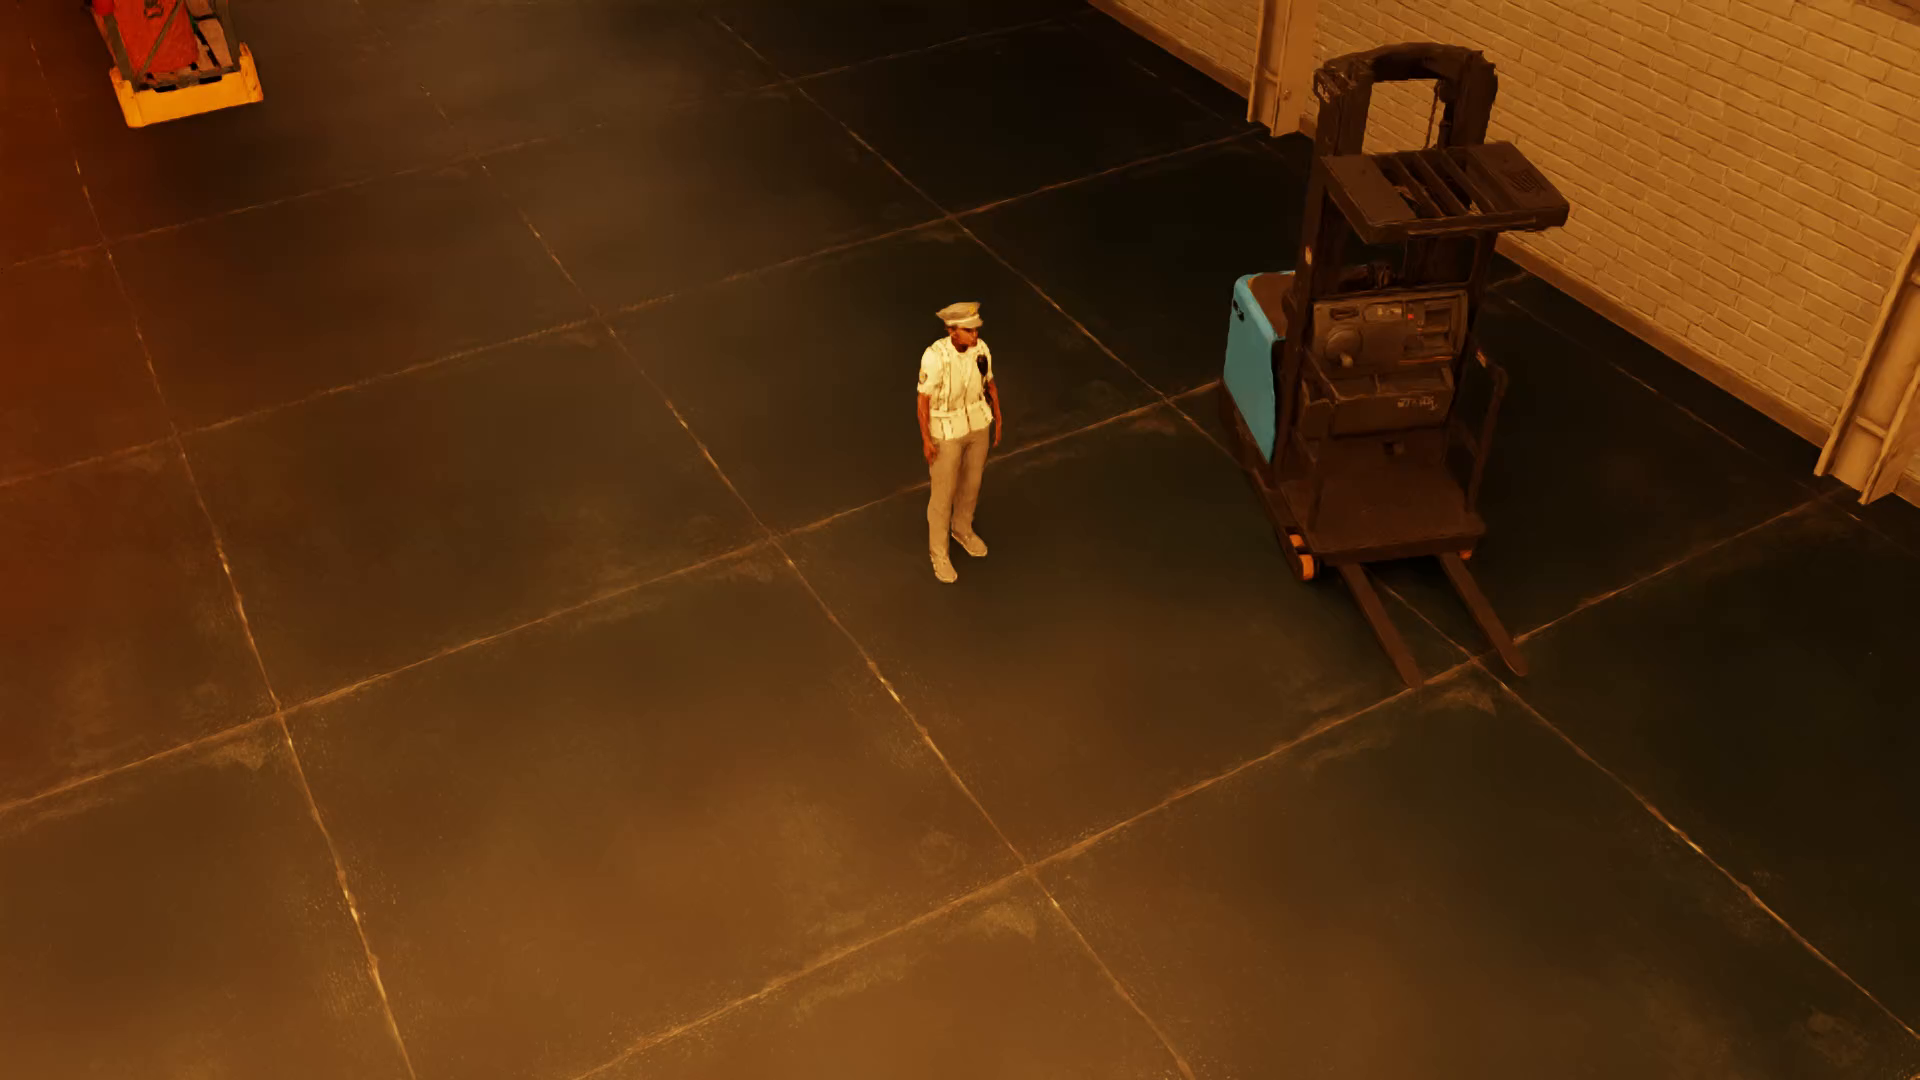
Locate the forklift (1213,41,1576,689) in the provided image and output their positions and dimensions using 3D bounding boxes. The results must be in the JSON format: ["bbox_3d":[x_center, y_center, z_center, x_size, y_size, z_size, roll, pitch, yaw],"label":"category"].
[{"bbox_3d":[2.542,-1.142,9.412,1.130,2.935,3.031,-8,40,-10],"label":"forklift"}]

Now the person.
[{"bbox_3d":[0.021,-0.609,9.729,0.570,1.693,0.529,-20,44,-23],"label":"person"}]
